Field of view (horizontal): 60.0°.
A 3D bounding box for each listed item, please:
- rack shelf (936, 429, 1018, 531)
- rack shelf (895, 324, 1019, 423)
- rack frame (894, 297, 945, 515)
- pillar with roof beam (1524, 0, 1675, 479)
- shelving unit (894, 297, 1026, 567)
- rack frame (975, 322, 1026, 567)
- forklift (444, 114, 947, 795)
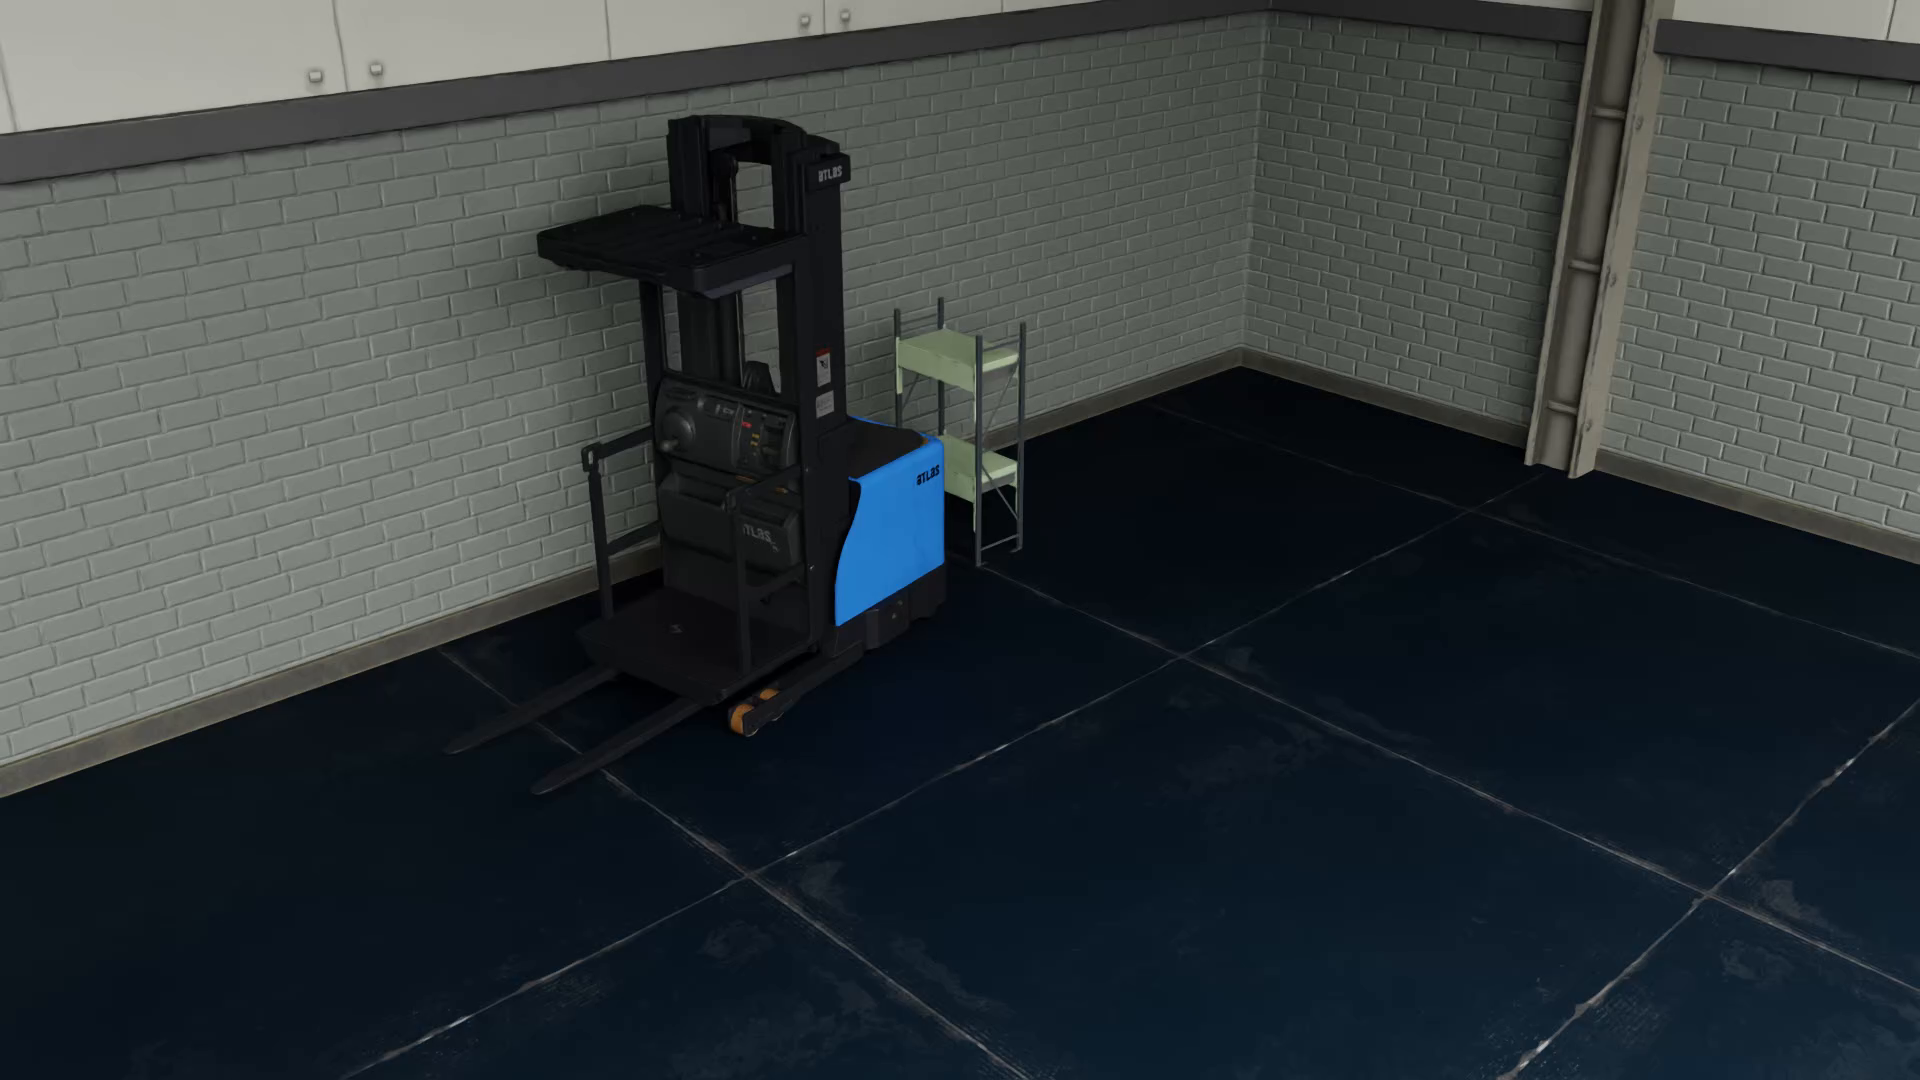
[{"bbox_3d":[-0.005,-0.388,10.578,0.431,0.370,0.720,-21,32,-38],"label":"rack shelf"},{"bbox_3d":[-0.005,-1.039,10.281,0.431,0.370,0.720,-21,32,-38],"label":"rack shelf"},{"bbox_3d":[-0.255,-0.795,10.686,0.400,1.500,0.023,-21,32,-38],"label":"rack frame"},{"bbox_3d":[1.153,-3.405,7.372,9.100,9.000,0.400,-21,32,-38],"label":"pillar with roof beam"},{"bbox_3d":[-0.005,-0.684,10.443,0.431,1.500,0.755,-21,32,-38],"label":"shelving unit"},{"bbox_3d":[0.246,-0.573,10.200,0.400,1.500,0.023,-21,32,-38],"label":"rack frame"},{"bbox_3d":[-1.338,-0.552,8.429,1.130,2.935,3.031,16,29,32],"label":"forklift"}]
